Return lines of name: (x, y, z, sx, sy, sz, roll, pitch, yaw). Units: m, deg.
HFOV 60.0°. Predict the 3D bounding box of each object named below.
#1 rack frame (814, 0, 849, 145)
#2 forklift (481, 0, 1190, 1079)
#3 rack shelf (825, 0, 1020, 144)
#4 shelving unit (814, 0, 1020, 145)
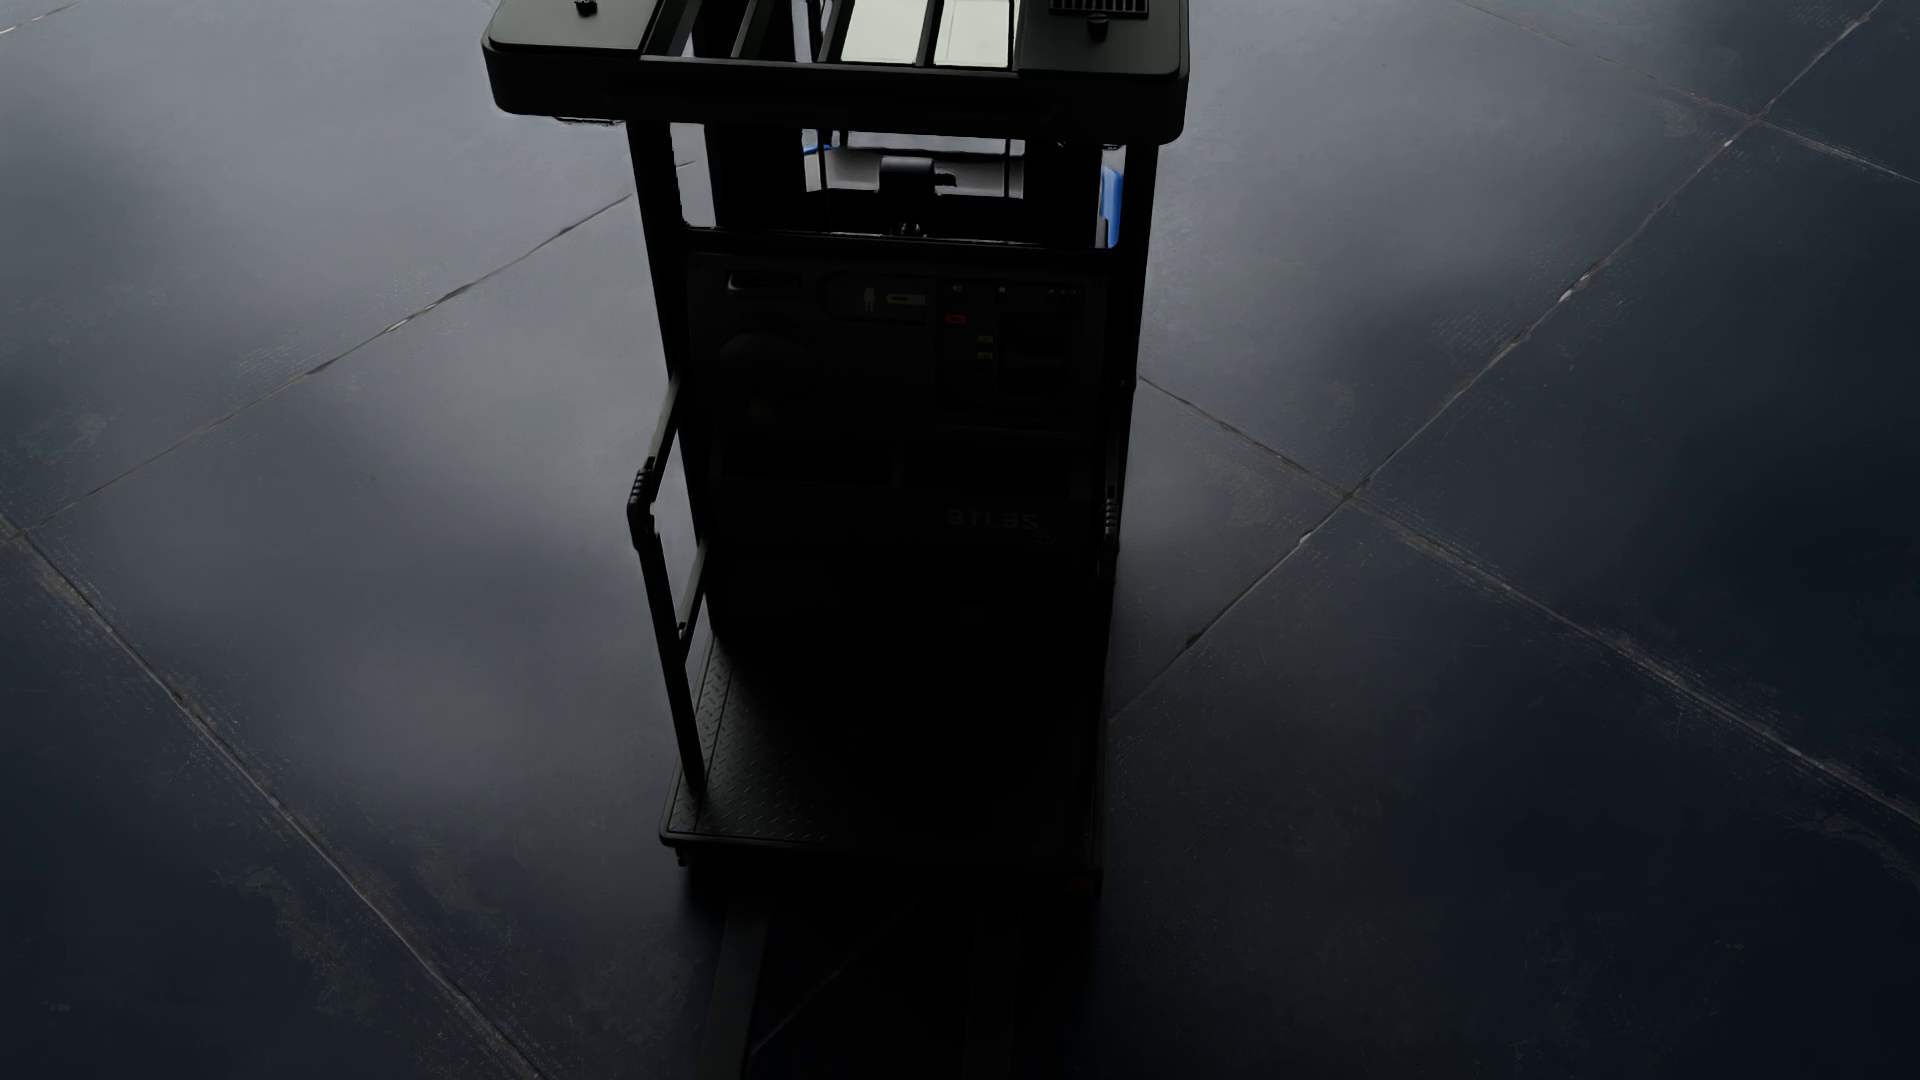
rack frame: (-0.390, -1.146, 5.297, 0.023, 1.500, 0.400, 3, 47, 3)
forklift: (-0.160, -0.339, 3.558, 1.130, 2.935, 3.031, 4, 47, 3)
rack shelf: (-0.025, -1.392, 4.993, 0.720, 0.370, 0.431, 3, 47, 3)
shelving unit: (-0.025, -1.125, 5.277, 0.755, 1.500, 0.431, 3, 47, 3)
